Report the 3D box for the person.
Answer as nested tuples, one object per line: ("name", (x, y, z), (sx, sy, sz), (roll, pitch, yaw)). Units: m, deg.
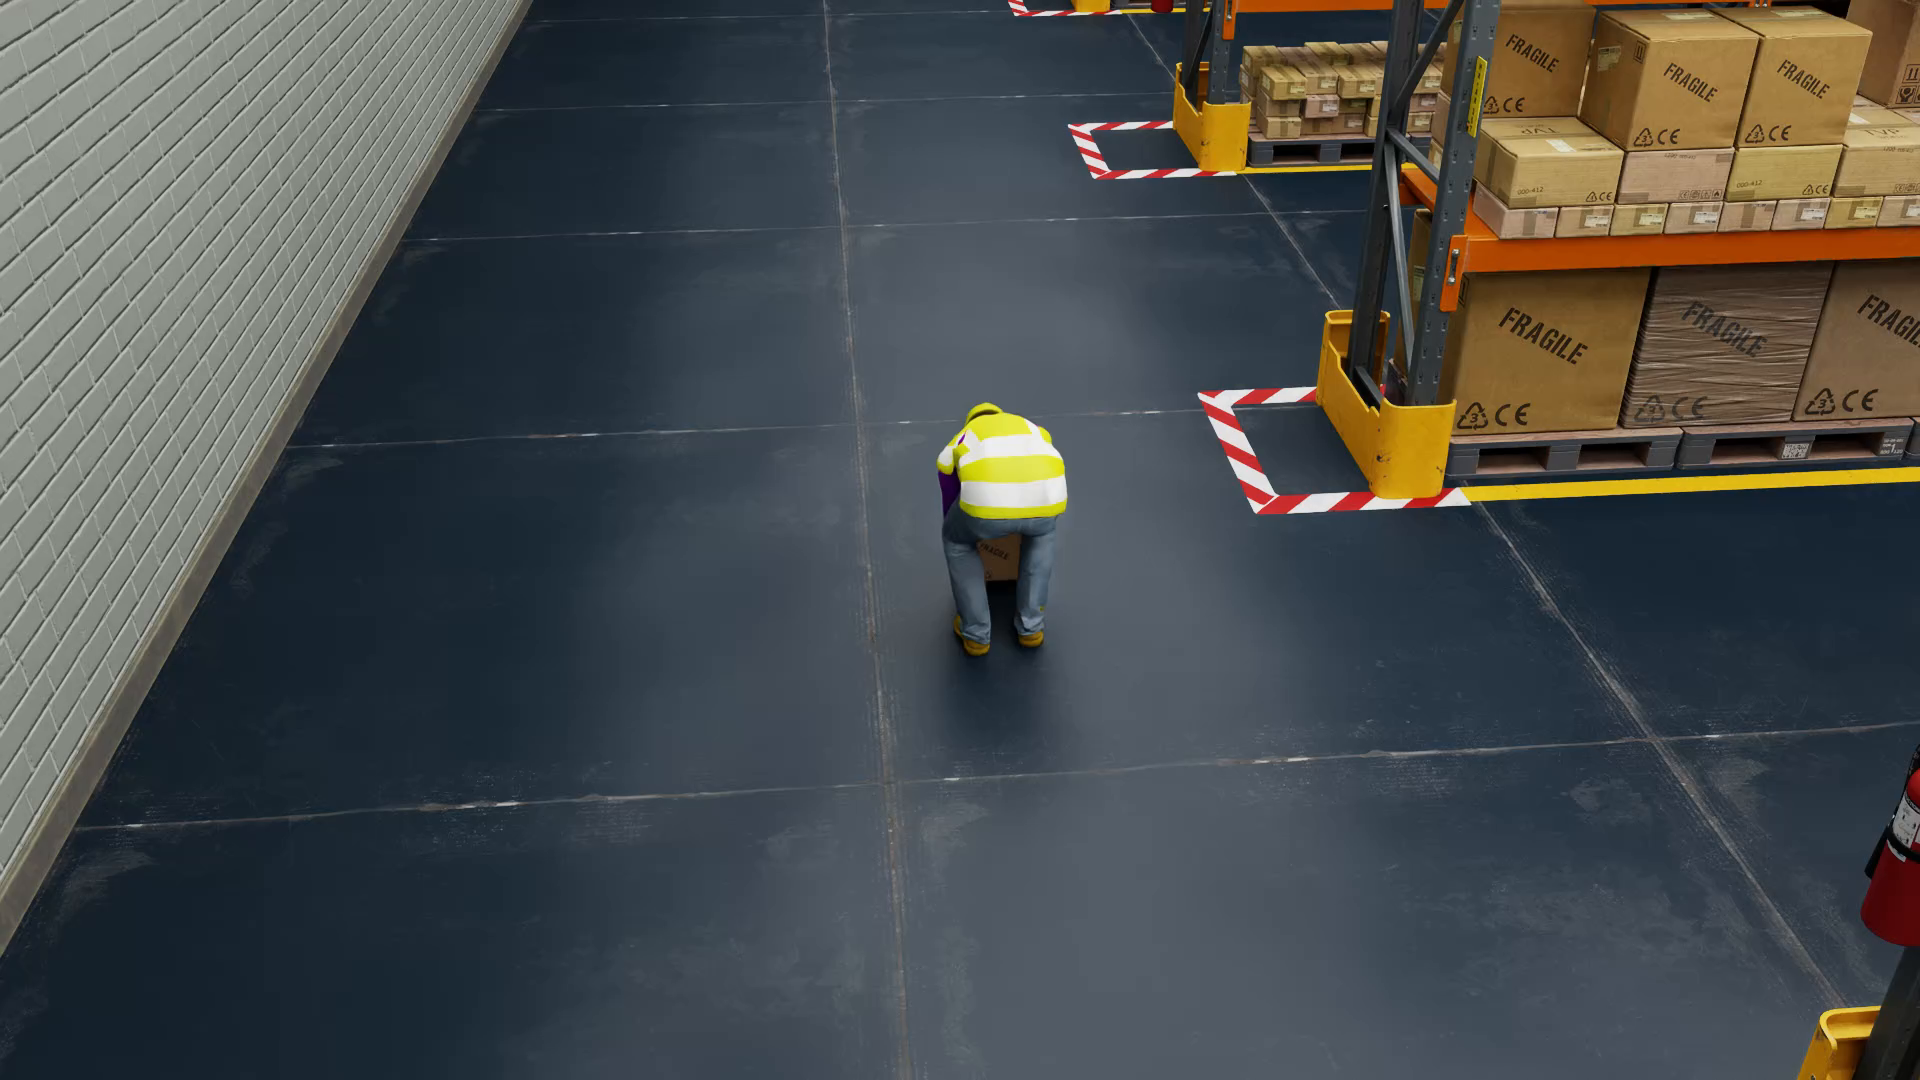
("person", (0.159, -0.098, 7.034), (0.493, 0.980, 0.974), (-4, 31, -7))
